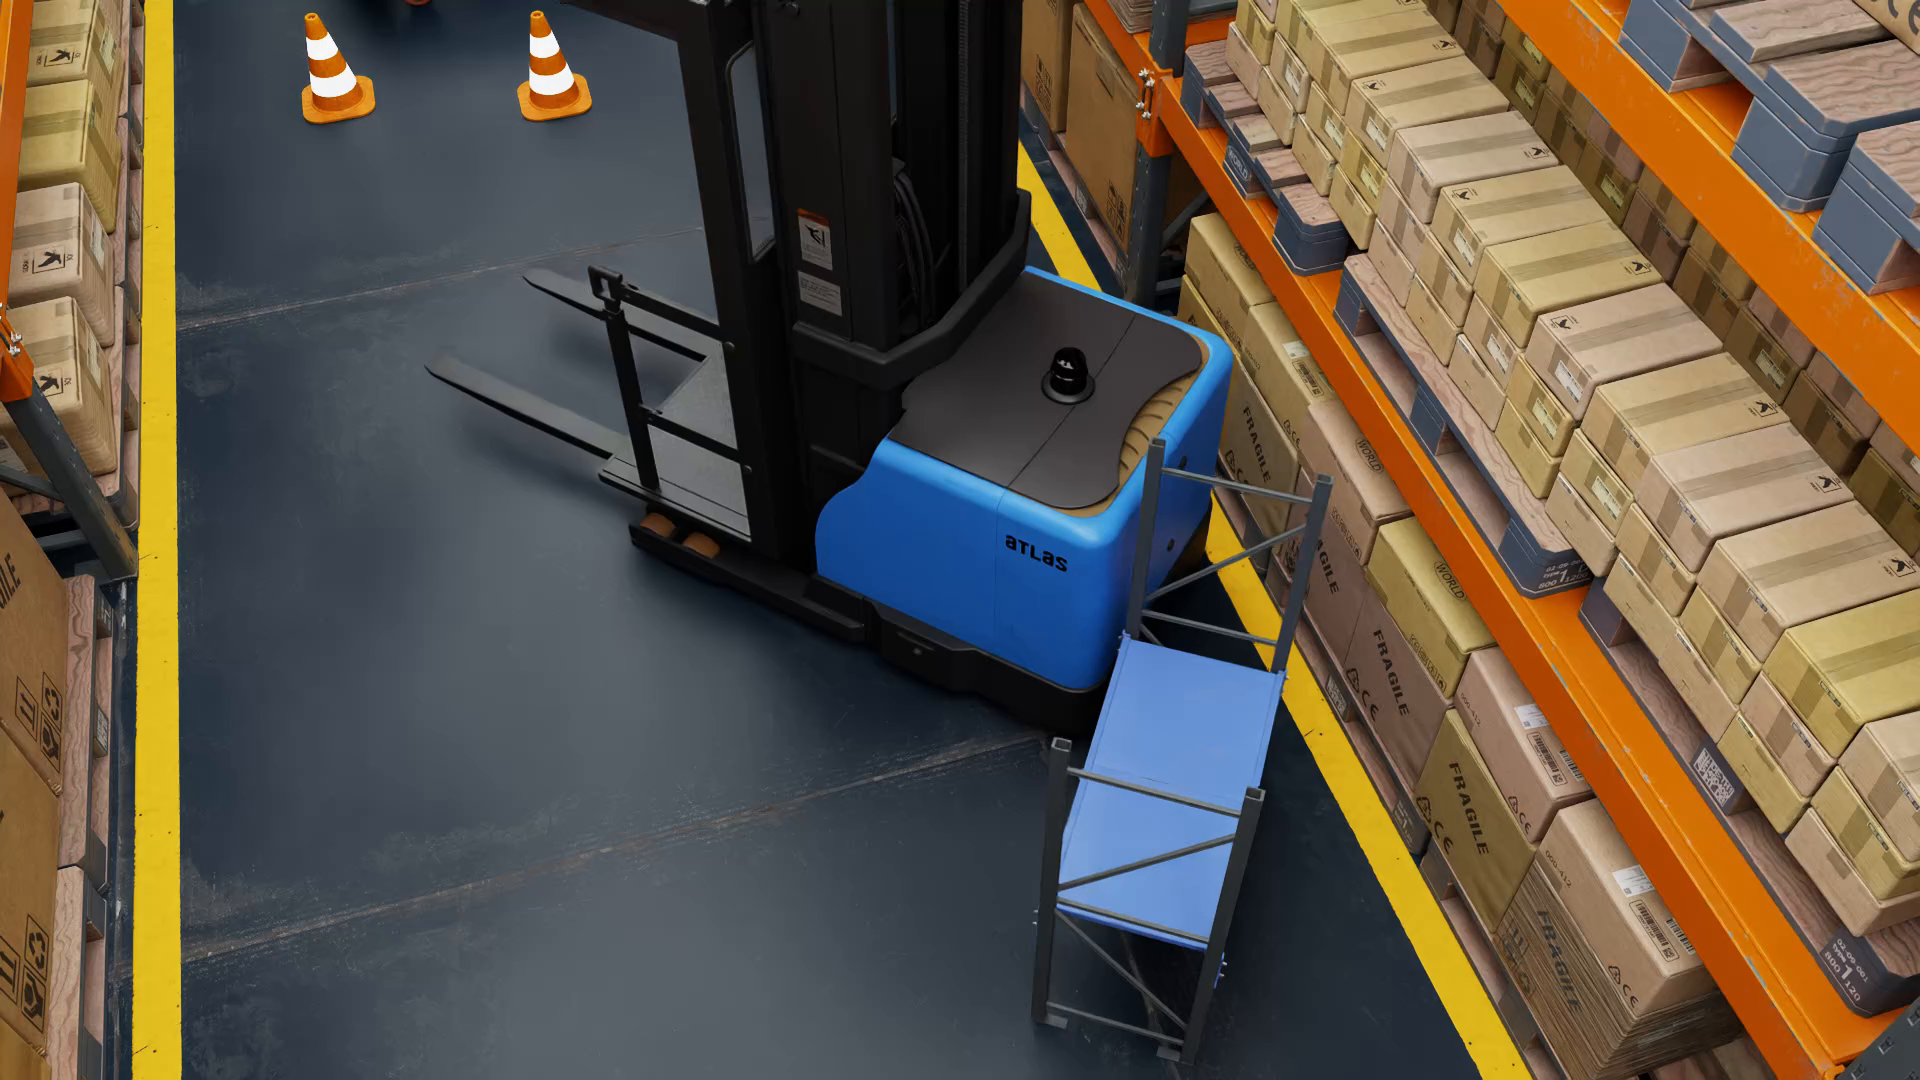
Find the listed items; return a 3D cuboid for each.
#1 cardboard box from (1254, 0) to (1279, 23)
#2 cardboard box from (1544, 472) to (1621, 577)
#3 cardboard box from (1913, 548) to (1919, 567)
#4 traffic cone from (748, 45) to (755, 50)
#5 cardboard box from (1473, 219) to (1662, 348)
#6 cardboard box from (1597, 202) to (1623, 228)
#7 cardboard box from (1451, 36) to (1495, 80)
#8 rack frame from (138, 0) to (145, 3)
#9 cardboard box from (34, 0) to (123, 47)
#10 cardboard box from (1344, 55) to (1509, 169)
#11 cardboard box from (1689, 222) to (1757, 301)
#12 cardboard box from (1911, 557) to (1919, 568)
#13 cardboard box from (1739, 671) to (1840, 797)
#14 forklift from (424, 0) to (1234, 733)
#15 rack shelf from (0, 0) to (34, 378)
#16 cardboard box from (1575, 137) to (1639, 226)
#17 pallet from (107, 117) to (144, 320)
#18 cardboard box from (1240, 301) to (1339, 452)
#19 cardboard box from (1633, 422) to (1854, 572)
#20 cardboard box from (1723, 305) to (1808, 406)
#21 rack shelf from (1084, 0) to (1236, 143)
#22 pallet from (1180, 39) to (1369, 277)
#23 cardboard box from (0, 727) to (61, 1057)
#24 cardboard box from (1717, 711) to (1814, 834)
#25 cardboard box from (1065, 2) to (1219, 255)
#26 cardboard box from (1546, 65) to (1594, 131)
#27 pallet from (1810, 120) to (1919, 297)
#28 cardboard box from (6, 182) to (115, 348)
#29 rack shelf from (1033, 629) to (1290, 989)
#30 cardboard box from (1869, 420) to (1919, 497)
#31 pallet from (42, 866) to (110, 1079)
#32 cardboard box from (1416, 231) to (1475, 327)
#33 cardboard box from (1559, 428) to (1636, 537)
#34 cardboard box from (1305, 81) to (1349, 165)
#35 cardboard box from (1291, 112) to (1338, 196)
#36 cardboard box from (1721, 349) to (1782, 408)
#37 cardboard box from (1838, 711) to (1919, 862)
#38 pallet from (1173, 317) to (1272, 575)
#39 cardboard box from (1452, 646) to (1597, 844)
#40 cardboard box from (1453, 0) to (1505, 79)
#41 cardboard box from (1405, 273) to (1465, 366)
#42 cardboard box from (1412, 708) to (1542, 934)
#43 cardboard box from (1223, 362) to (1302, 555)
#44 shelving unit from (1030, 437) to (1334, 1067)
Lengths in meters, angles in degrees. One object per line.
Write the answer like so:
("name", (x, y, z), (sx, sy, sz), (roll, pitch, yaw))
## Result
("cardboard box", (1.127, -1.813, 5.317), (0.380, 0.149, 0.250), (-13, 51, -11))
("cardboard box", (1.740, -0.087, 4.251), (0.380, 0.149, 0.250), (-15, 52, -13))
("cardboard box", (2.525, 0.051, 3.940), (0.380, 0.149, 0.250), (-12, 51, -10))
("traffic cone", (-1.054, -2.734, 8.253), (0.336, 0.463, 0.334), (-13, 51, -11))
("cardboard box", (1.587, -0.674, 4.357), (0.380, 0.149, 0.250), (-14, 51, -11))
("cardboard box", (2.059, -1.001, 5.022), (0.380, 0.149, 0.250), (-15, 52, -13))
("cardboard box", (1.831, -1.568, 5.499), (0.380, 0.149, 0.250), (-13, 51, -11))
("rack frame", (-4.707, -3.680, 7.390), (1.000, 3.000, 0.127), (-13, 51, -11))
("cardboard box", (-4.550, -2.586, 7.912), (0.950, 0.372, 0.625), (-13, 51, -11))
("cardboard box", (1.354, -1.247, 4.840), (0.380, 0.149, 0.250), (-15, 52, -12))
("cardboard box", (2.214, -0.808, 4.470), (0.380, 0.149, 0.250), (-12, 51, -10))
("cardboard box", (2.523, 0.139, 4.060), (0.380, 0.149, 0.250), (-13, 51, -11))
("cardboard box", (1.972, 0.382, 3.662), (0.380, 0.149, 0.250), (-13, 51, -11))
("forklift", (-0.632, -1.137, 5.292), (3.031, 2.935, 1.130), (24, 54, 19))
("rack shelf", (-4.116, -1.987, 6.434), (1.077, 0.370, 4.000), (-13, 51, -11))
("cardboard box", (2.061, -1.093, 4.904), (0.380, 0.149, 0.250), (-14, 51, -11))
("pallet", (-4.111, -1.320, 7.225), (1.003, 0.211, 1.213), (-13, 51, -11))
("cardboard box", (1.297, -0.594, 5.659), (0.500, 0.250, 0.500), (-14, 51, -11))
("cardboard box", (1.820, -0.102, 3.875), (0.380, 0.149, 0.250), (-13, 51, -11))
("cardboard box", (2.288, -0.529, 4.429), (0.380, 0.149, 0.250), (-14, 51, -12))
("rack shelf", (0.583, -3.180, 7.440), (1.077, 0.370, 4.000), (-13, 51, -11))
("pallet", (1.487, -1.393, 5.588), (1.213, 0.211, 1.003), (-13, 51, -11))
("cardboard box", (-3.140, 0.967, 4.588), (0.875, 0.875, 0.875), (-13, 51, -11))
("cardboard box", (1.973, 0.481, 3.773), (0.380, 0.149, 0.250), (-13, 51, -11))
("cardboard box", (1.080, -1.827, 7.025), (1.050, 0.750, 0.750), (-14, 51, -11))
("cardboard box", (1.990, -1.374, 4.947), (0.380, 0.149, 0.250), (-12, 51, -10))
("pallet", (2.277, -0.411, 2.796), (1.213, 0.211, 1.003), (-13, 51, -11))
("cardboard box", (-3.908, -0.999, 6.574), (0.950, 0.372, 0.625), (-14, 51, -12))
("rack shelf", (0.605, 0.756, 4.867), (0.538, 0.185, 1.000), (13, 51, 11))
("cardboard box", (2.447, -0.241, 3.992), (0.380, 0.149, 0.250), (-14, 51, -11))
("pallet", (-3.006, 1.623, 4.744), (1.003, 0.211, 1.213), (-13, 51, -11))
("cardboard box", (1.508, -0.763, 4.627), (0.380, 0.149, 0.250), (-14, 51, -11))
("cardboard box", (1.741, -0.189, 4.143), (0.380, 0.149, 0.250), (-16, 52, -13))
("cardboard box", (1.290, -1.312, 5.089), (0.380, 0.149, 0.250), (-15, 51, -12))
("cardboard box", (1.274, -1.241, 5.224), (0.380, 0.149, 0.250), (-11, 51, -9))
("cardboard box", (2.289, -0.429, 4.539), (0.380, 0.149, 0.250), (-14, 51, -12))
("cardboard box", (2.052, 0.475, 3.388), (0.380, 0.149, 0.250), (-11, 51, -9))
("pallet", (1.404, -0.482, 6.518), (1.003, 0.211, 1.213), (-13, 51, -11))
("cardboard box", (1.756, 0.533, 4.708), (0.500, 0.250, 0.500), (-11, 51, -9))
("cardboard box", (1.836, -1.649, 5.374), (0.380, 0.149, 0.250), (-12, 51, -10))
("cardboard box", (1.508, -0.666, 4.739), (0.380, 0.149, 0.250), (-13, 51, -10))
("cardboard box", (1.747, 0.782, 4.989), (0.500, 0.500, 0.500), (-14, 51, -12))
("cardboard box", (1.292, -0.340, 5.935), (0.500, 0.500, 0.500), (-13, 51, -11))
("shelving unit", (0.605, 0.640, 4.729), (0.538, 1.500, 1.048), (13, 51, 11))
